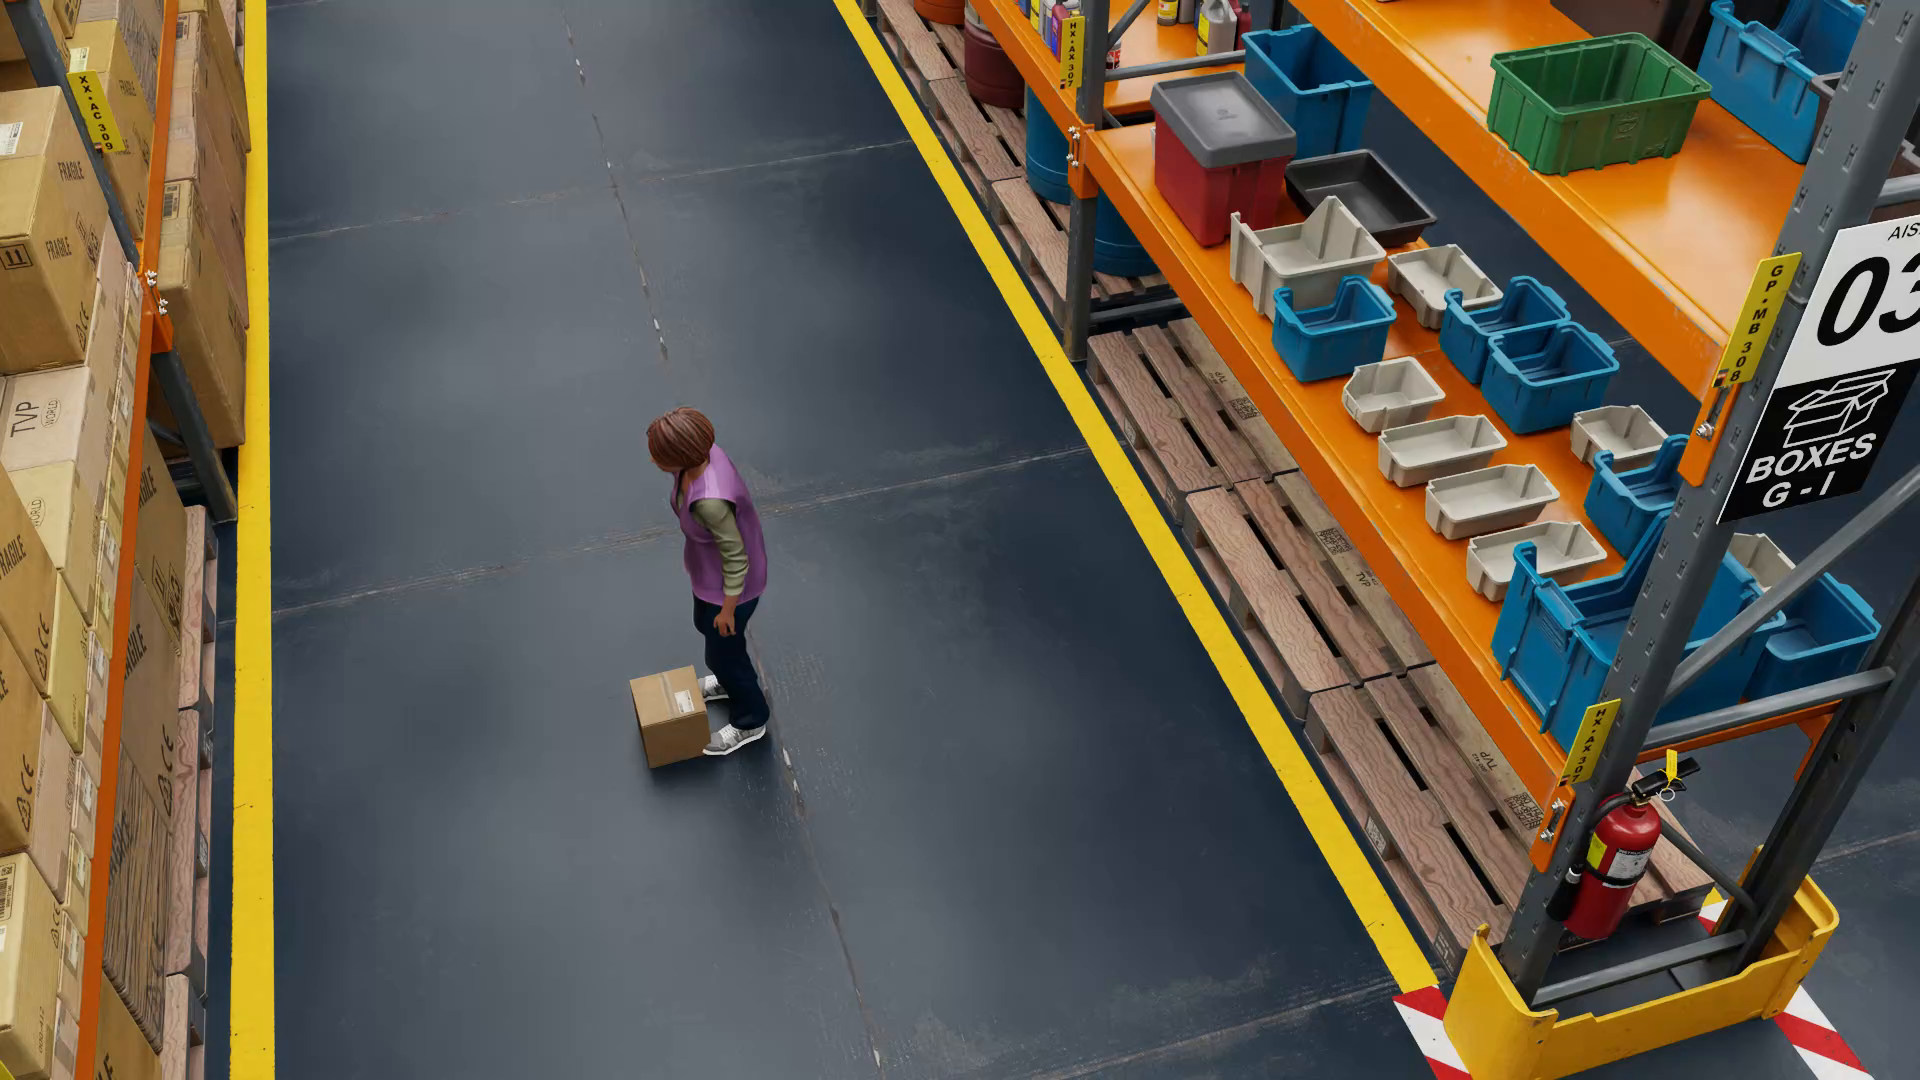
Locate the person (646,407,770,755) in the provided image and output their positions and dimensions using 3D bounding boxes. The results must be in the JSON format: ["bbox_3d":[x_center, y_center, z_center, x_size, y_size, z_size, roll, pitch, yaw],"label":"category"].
[{"bbox_3d":[-0.880,0.136,6.023,0.347,1.592,0.482,-15,45,-15],"label":"person"}]
